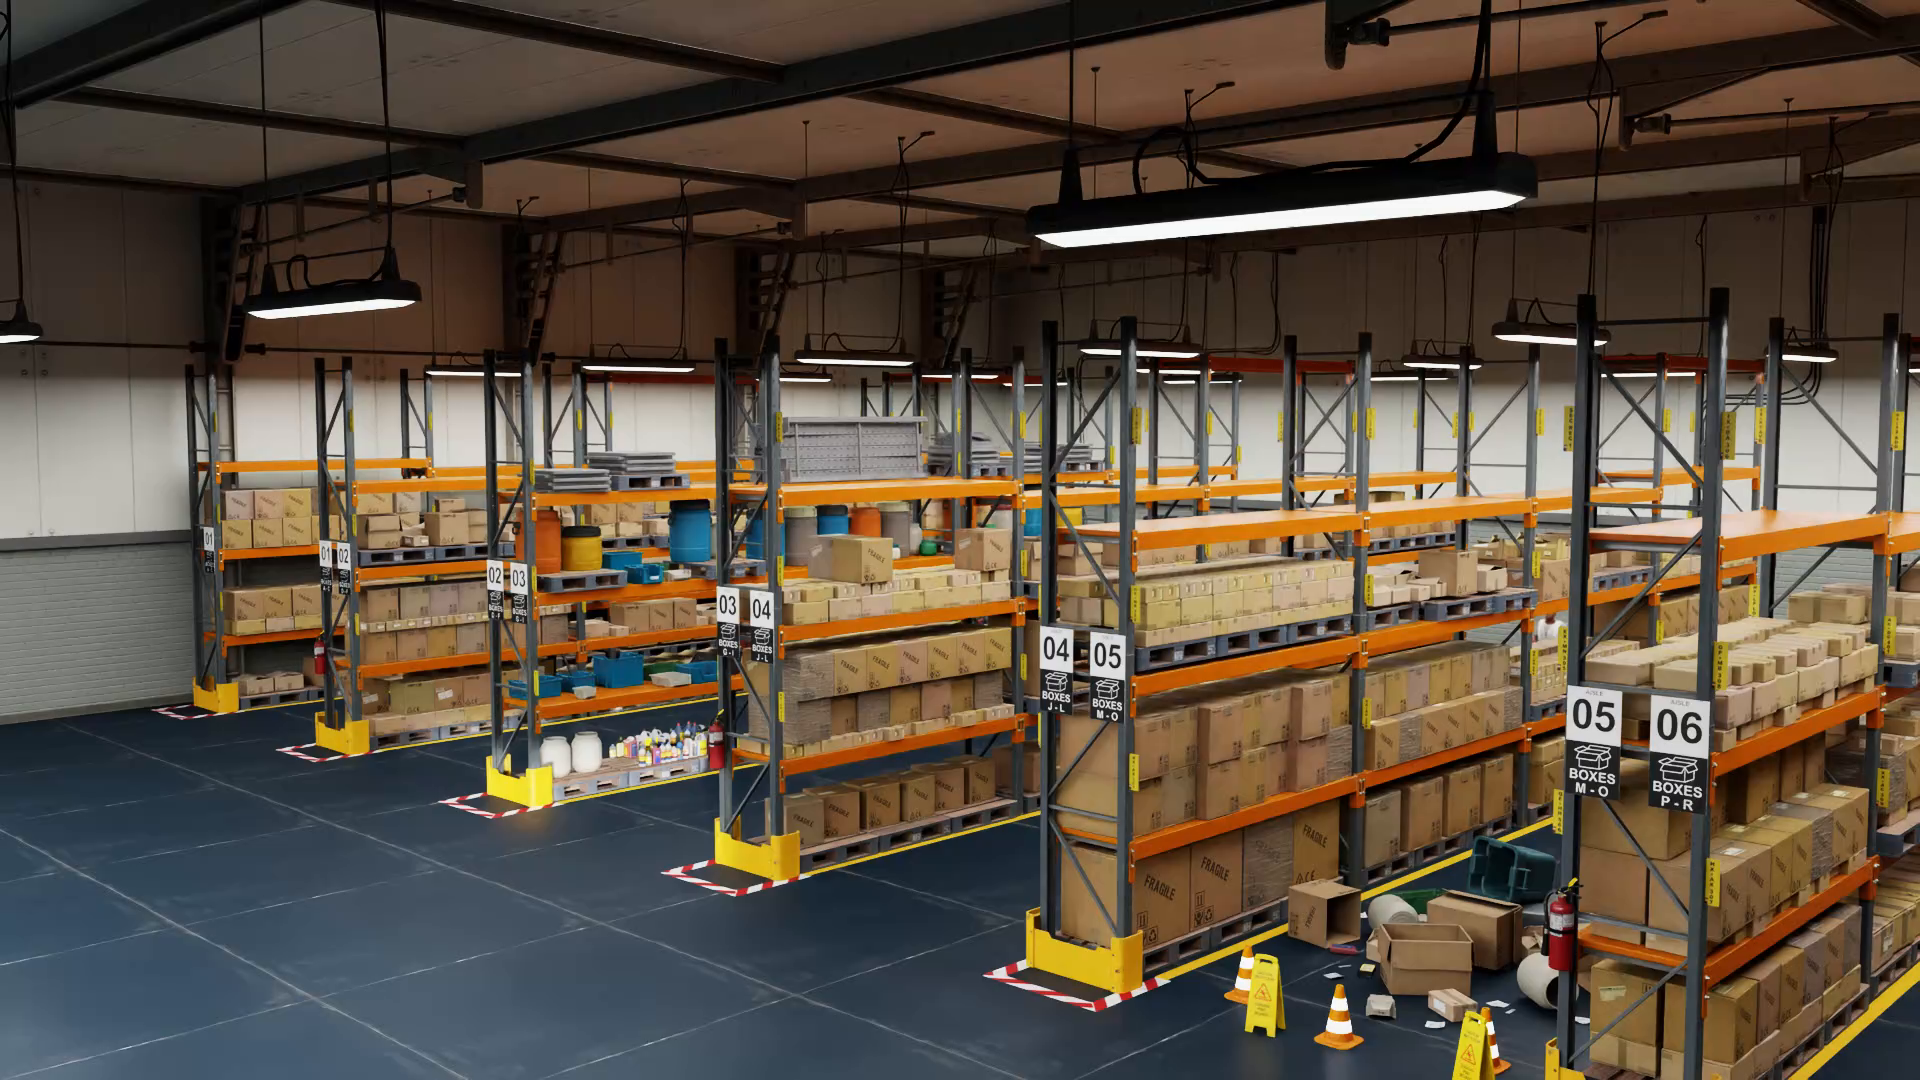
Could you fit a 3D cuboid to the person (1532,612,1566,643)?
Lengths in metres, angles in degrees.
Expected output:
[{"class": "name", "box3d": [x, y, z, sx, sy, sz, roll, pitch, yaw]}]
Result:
[{"class": "person", "box3d": [10.522, 2.012, 29.740, 0.662, 1.728, 1.096, 4, 6, 40]}]

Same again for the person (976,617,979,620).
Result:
[{"class": "person", "box3d": [0.398, 1.293, 39.406, 0.443, 1.677, 0.507, 3, 5, 36]}]
